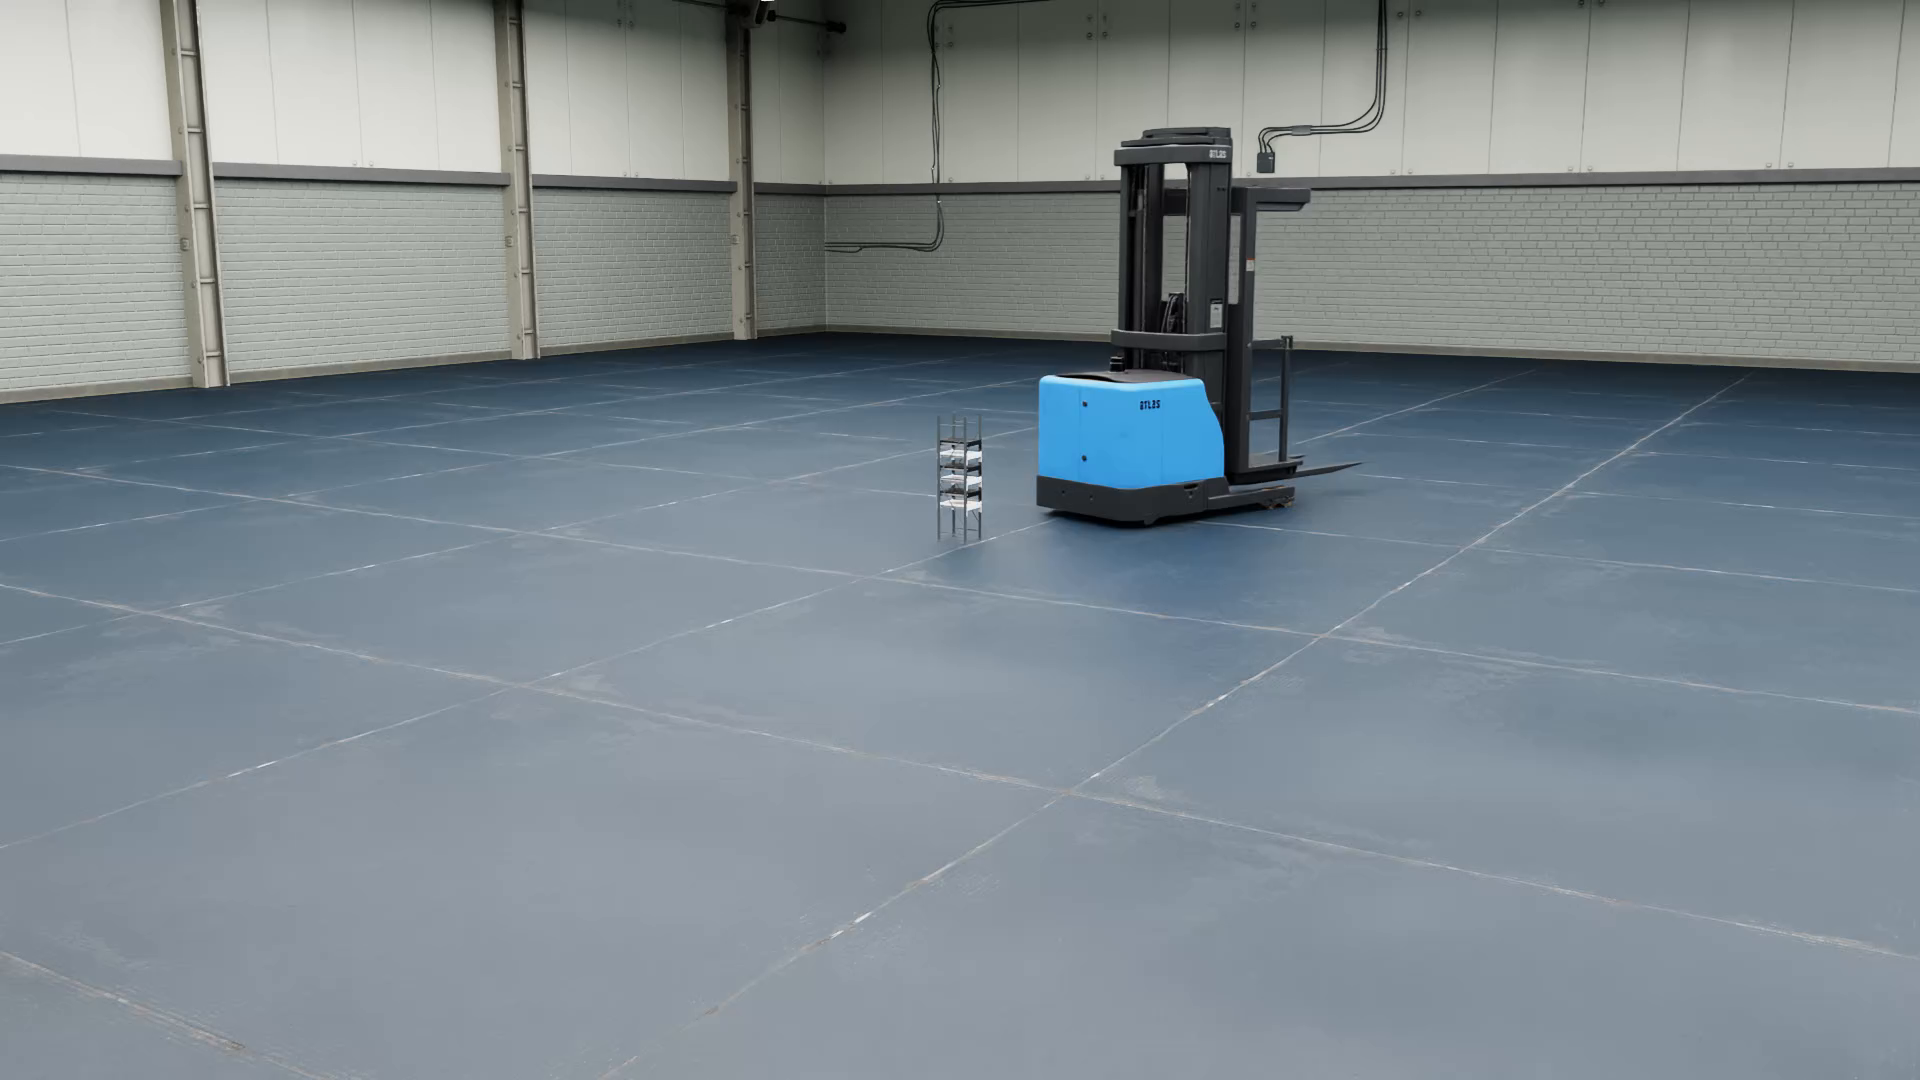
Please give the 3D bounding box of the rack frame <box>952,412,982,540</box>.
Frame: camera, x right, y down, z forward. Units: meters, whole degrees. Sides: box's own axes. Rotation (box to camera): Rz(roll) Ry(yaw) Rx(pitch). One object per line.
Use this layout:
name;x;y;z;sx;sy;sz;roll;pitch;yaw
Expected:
rack frame;0.049;-0.457;11.864;0.240;0.900;0.006;6;12;31

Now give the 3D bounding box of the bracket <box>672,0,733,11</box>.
bracket;-5.580;-9.744;29.682;0.076;0.066;4.783;6;12;31

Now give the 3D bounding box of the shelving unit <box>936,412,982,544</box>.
shelving unit;-0.004;-0.441;11.779;0.258;0.900;0.210;6;12;31

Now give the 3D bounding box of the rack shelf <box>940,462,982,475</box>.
rack shelf;-0.004;-0.497;11.769;0.258;0.077;0.200;6;12;31

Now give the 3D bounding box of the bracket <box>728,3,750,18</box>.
bracket;-4.242;-10.149;31.846;0.235;0.232;0.430;6;12;31

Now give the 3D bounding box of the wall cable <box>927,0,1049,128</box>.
wall cable;0.641;-9.514;32.948;3.097;2.526;0.112;6;12;31

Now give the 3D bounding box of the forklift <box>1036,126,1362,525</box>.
forklift;2.050;-1.749;13.246;3.031;2.935;1.130;-9;14;-39

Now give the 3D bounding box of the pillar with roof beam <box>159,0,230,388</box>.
pillar with roof beam;-6.881;-6.181;20.429;9.100;9.000;0.400;6;12;31

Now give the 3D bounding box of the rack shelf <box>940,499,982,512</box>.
rack shelf;-0.004;-0.231;11.818;0.258;0.077;0.200;6;12;31

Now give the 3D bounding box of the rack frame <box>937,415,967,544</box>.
rack frame;-0.057;-0.425;11.694;0.240;0.900;0.006;6;12;31

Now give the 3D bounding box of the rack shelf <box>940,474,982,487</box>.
rack shelf;-0.004;-0.408;11.785;0.258;0.077;0.200;6;12;31

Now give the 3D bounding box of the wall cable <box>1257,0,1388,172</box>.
wall cable;6.435;-9.579;29.336;2.305;6.003;0.169;6;12;31

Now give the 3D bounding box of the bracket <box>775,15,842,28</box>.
bracket;-2.888;-10.560;34.038;0.076;0.066;3.189;6;12;31

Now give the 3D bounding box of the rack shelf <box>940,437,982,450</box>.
rack shelf;-0.004;-0.674;11.736;0.258;0.077;0.200;6;12;31

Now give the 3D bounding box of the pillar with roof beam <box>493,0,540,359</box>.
pillar with roof beam;-3.766;-7.124;25.470;9.100;9.000;0.400;6;12;31

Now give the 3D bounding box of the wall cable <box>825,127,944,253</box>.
wall cable;-1.671;-7.290;34.793;3.097;2.526;0.112;6;12;31

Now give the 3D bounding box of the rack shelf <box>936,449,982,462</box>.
rack shelf;-0.004;-0.585;11.752;0.258;0.077;0.200;6;12;31

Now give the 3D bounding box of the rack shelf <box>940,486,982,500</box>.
rack shelf;-0.004;-0.320;11.802;0.258;0.077;0.200;6;12;31

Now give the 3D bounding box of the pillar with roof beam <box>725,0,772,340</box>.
pillar with roof beam;-0.651;-8.068;30.510;9.100;9.000;0.548;6;12;31

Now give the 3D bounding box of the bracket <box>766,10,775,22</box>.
bracket;-3.811;-10.280;32.544;0.235;0.232;0.430;6;12;31

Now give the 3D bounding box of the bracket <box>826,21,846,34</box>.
bracket;-2.581;-10.653;34.534;0.235;0.232;0.430;6;12;31
